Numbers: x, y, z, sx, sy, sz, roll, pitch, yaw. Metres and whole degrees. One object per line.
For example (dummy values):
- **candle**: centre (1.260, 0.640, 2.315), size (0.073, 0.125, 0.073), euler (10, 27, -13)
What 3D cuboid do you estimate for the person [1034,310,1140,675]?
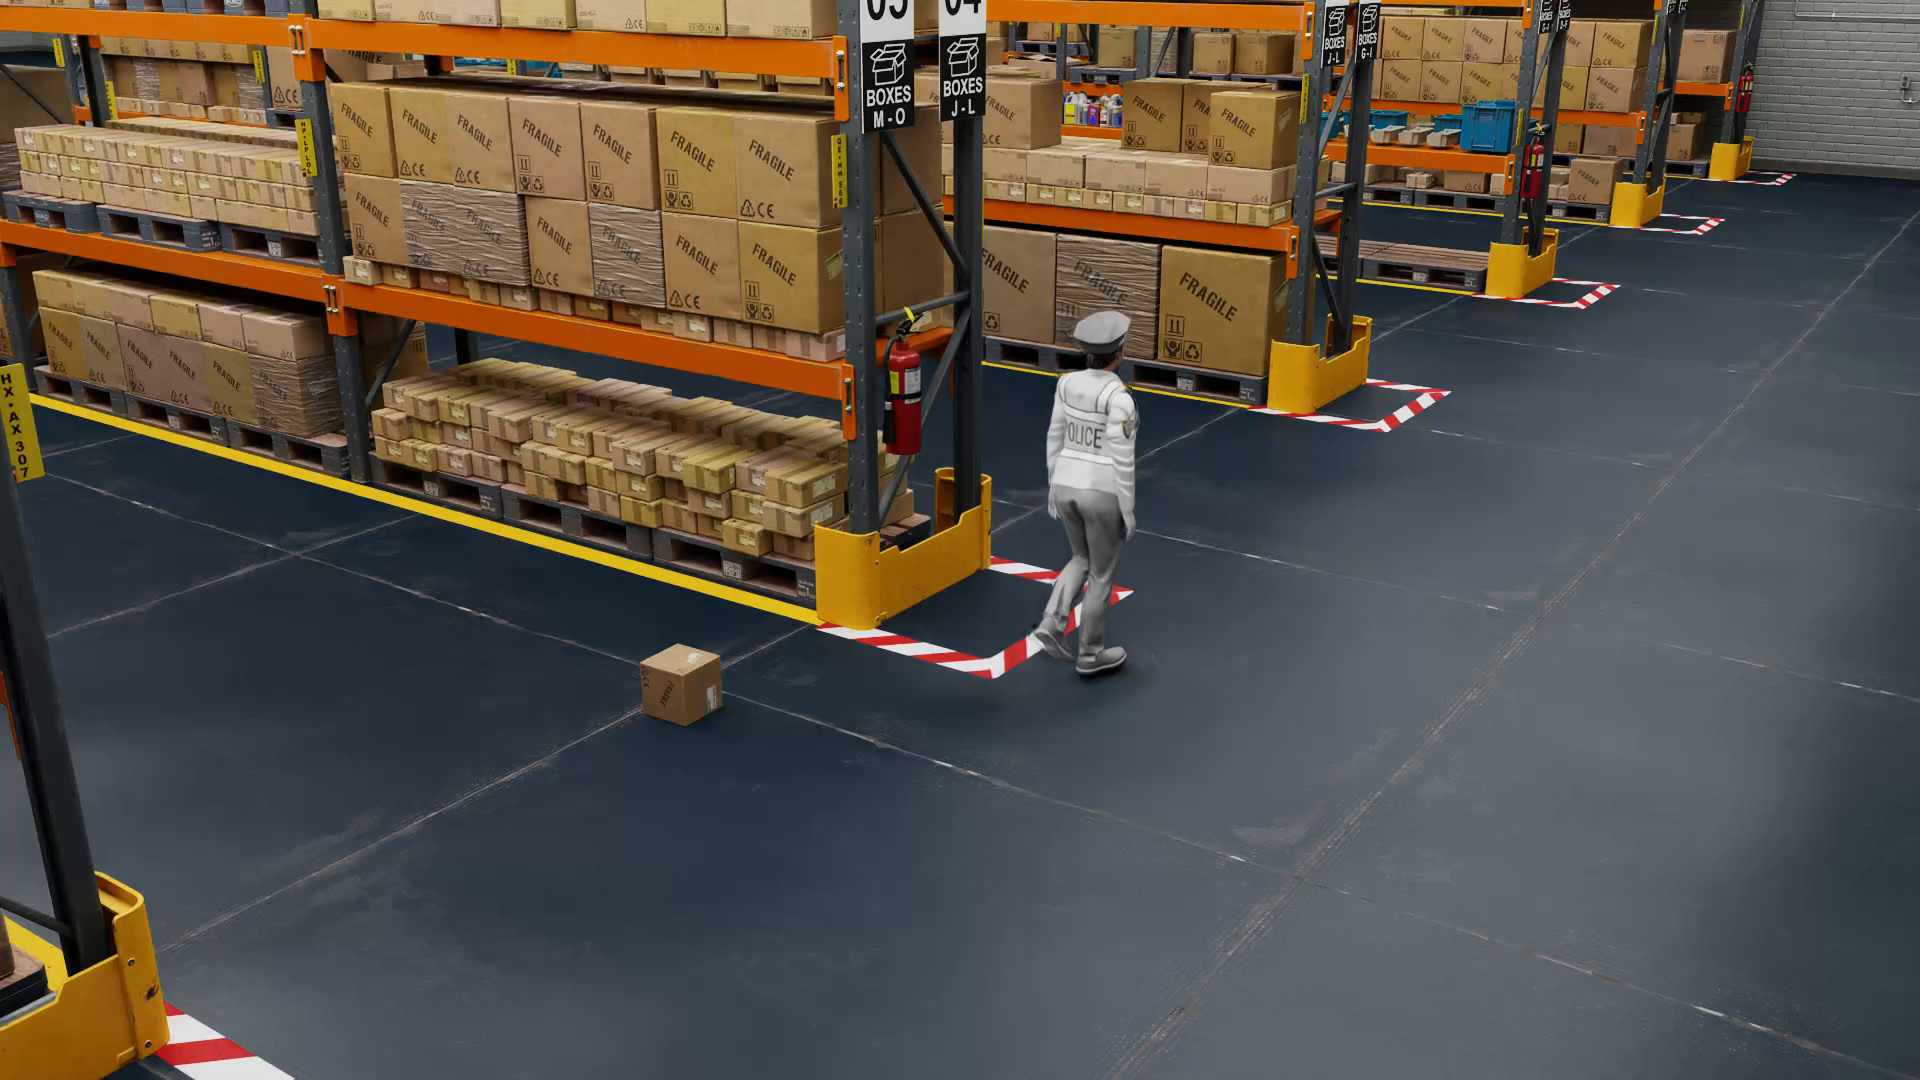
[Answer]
- **person**: centre (0.557, -0.201, 7.559), size (0.476, 1.660, 0.518), euler (-17, 26, -39)
